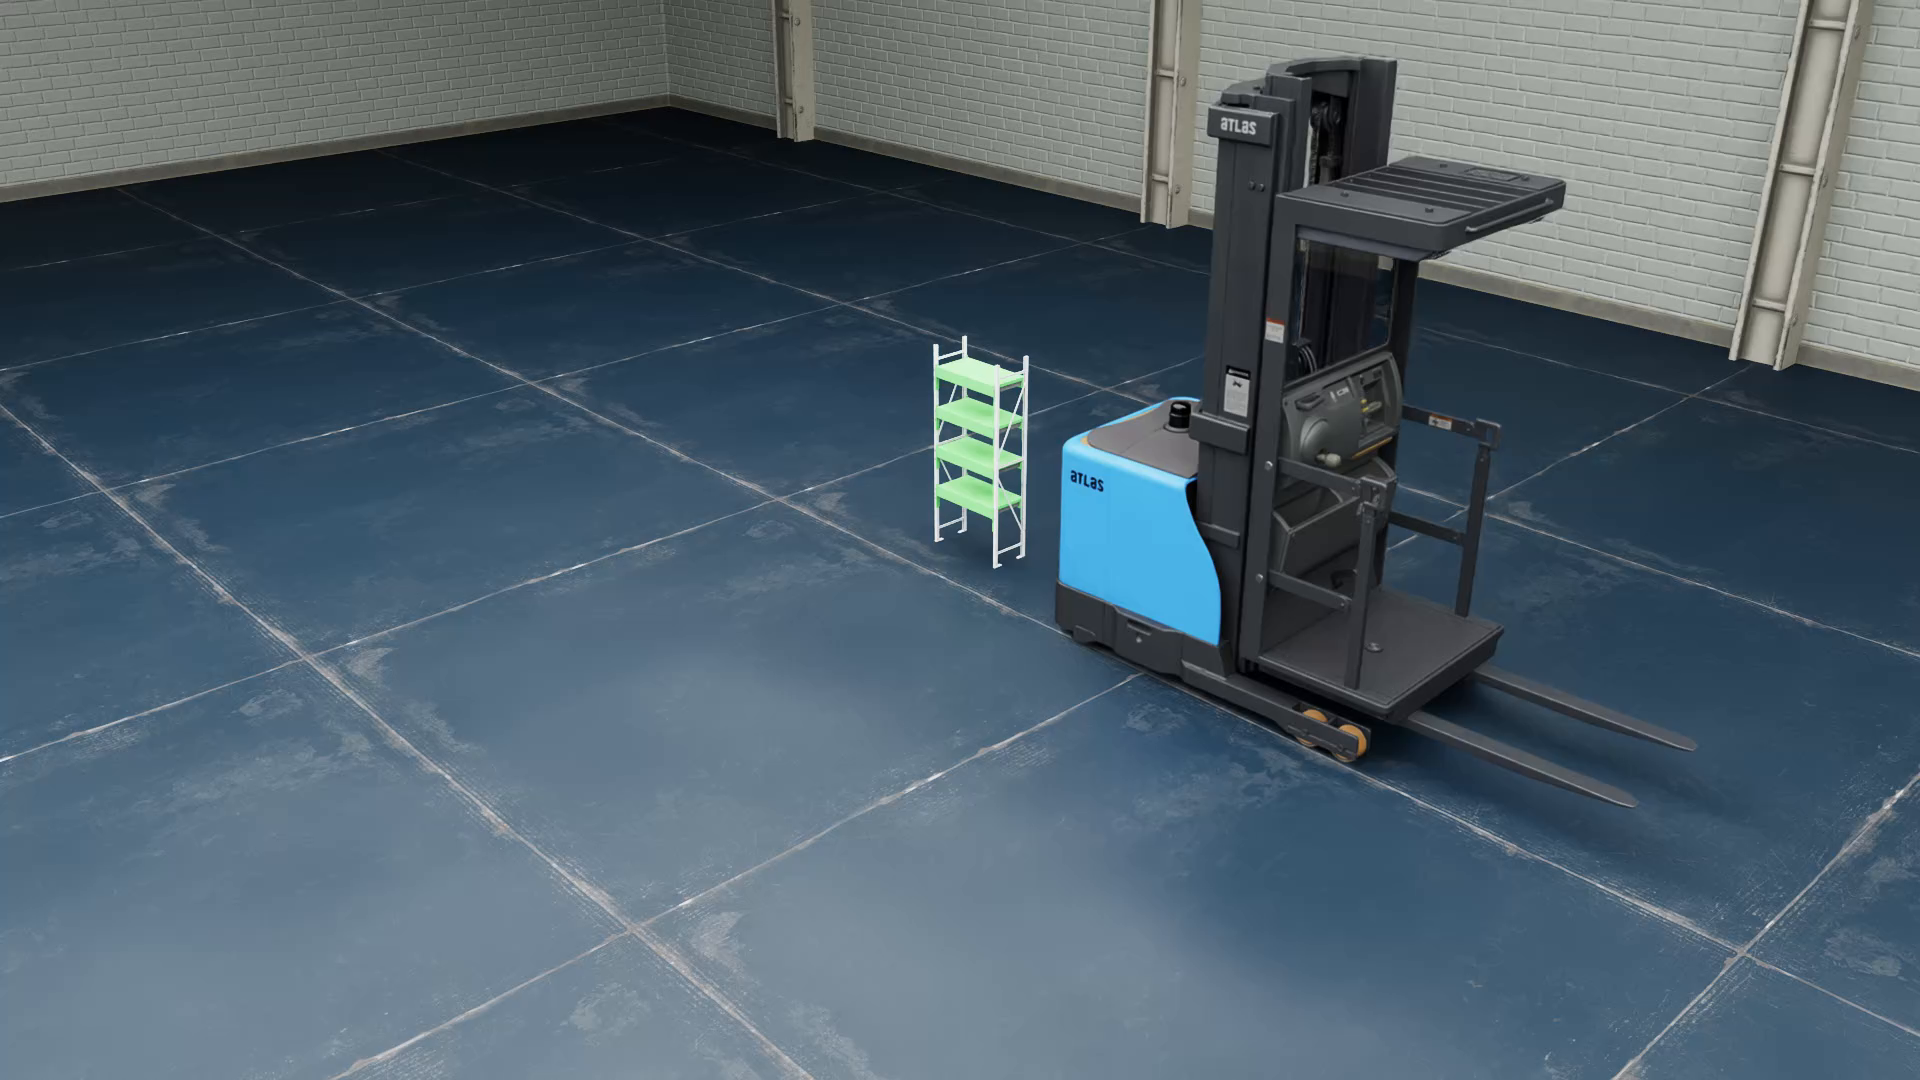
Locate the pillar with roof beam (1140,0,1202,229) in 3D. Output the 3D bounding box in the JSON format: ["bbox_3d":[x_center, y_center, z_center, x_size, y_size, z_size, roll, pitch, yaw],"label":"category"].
[{"bbox_3d":[-1.080,-6.070,12.213,9.100,9.000,0.400,-21,32,-38],"label":"pillar with roof beam"}]

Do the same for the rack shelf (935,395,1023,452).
[{"bbox_3d":[0.113,-0.656,9.318,0.258,0.148,0.480,-21,32,-38],"label":"rack shelf"}]

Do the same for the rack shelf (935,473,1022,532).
[{"bbox_3d":[0.113,-0.219,9.517,0.258,0.148,0.480,-21,32,-38],"label":"rack shelf"}]

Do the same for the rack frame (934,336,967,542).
[{"bbox_3d":[-0.054,-0.570,9.553,0.240,1.200,0.015,-21,32,-38],"label":"rack frame"}]

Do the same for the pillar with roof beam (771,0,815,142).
[{"bbox_3d":[-5.181,-7.888,16.198,9.100,9.000,0.400,-21,32,-38],"label":"pillar with roof beam"}]

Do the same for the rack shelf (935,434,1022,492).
[{"bbox_3d":[0.113,-0.438,9.418,0.258,0.148,0.480,-21,32,-38],"label":"rack shelf"}]

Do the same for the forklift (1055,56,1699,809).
[{"bbox_3d":[1.903,-0.570,7.468,3.031,2.935,1.130,22,32,39],"label":"forklift"}]

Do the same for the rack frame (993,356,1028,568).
[{"bbox_3d":[0.280,-0.422,9.229,0.240,1.200,0.015,-21,32,-38],"label":"rack frame"}]

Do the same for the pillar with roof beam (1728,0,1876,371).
[{"bbox_3d":[3.021,-4.252,8.229,9.100,9.000,0.400,-21,32,-38],"label":"pillar with roof beam"}]

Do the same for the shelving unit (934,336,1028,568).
[{"bbox_3d":[0.113,-0.496,9.391,0.258,1.200,0.503,-21,32,-38],"label":"shelving unit"}]

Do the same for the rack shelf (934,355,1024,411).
[{"bbox_3d":[0.113,-0.874,9.218,0.258,0.148,0.480,-21,32,-38],"label":"rack shelf"}]
